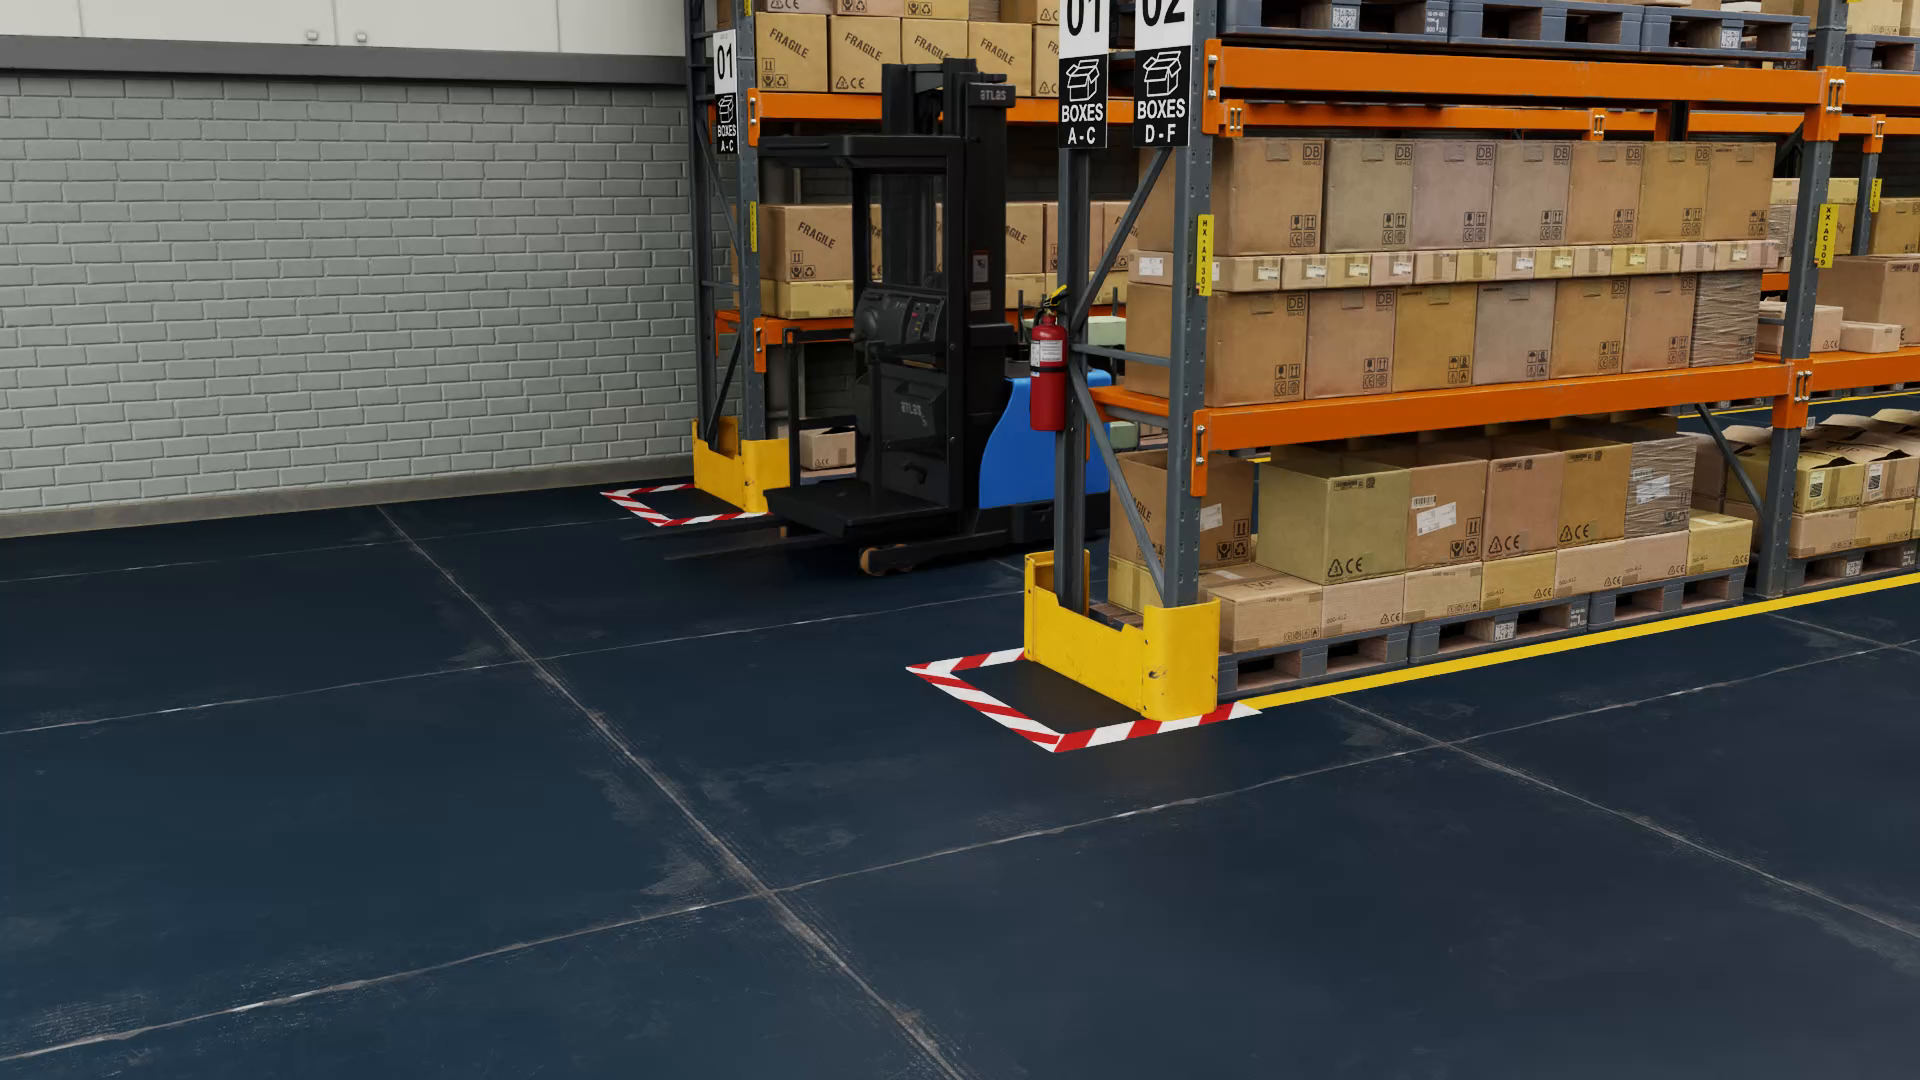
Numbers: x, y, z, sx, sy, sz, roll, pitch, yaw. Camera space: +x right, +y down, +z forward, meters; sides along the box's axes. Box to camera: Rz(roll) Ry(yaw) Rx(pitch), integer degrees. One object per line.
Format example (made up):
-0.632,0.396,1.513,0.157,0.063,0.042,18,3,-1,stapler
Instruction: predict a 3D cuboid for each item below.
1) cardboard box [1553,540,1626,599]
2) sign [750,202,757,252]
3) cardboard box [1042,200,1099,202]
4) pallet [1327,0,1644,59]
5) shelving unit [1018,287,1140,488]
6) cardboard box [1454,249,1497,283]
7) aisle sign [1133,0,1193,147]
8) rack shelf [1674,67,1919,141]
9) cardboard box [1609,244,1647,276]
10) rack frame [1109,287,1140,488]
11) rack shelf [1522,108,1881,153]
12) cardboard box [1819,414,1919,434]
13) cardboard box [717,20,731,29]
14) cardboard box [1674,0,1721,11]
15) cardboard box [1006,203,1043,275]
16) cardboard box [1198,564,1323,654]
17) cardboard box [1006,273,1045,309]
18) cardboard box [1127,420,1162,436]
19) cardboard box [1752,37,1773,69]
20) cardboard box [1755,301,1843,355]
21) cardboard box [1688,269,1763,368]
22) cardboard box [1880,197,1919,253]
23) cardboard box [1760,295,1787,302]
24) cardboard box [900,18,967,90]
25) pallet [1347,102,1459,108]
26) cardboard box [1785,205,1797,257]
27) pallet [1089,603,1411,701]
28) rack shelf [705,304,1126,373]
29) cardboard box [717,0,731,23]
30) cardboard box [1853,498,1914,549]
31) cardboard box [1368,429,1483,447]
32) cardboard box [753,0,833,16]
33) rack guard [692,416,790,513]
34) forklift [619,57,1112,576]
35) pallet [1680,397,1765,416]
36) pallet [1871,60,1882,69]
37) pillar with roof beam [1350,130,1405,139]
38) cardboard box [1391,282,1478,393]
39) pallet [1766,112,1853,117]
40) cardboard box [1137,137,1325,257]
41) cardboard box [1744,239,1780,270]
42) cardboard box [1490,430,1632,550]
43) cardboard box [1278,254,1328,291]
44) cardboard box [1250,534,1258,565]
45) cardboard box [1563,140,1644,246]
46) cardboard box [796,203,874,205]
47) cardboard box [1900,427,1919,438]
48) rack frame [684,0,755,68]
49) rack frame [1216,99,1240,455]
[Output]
3.074,0.101,8.633,0.500,0.250,0.500,-7,14,-28,cardboard box
-1.376,-2.084,11.064,0.005,0.325,0.100,-7,14,-28,sign
0.906,-2.426,13.146,0.500,0.500,0.500,-7,14,-28,cardboard box
2.446,-2.430,7.946,1.213,0.211,1.003,-7,14,-28,pallet
0.824,-0.970,11.505,0.755,1.500,0.431,-5,14,-23,shelving unit
2.318,-1.312,7.904,0.250,0.149,0.380,-7,14,-29,cardboard box
0.830,-2.014,6.805,0.004,0.787,0.394,-7,14,-28,aisle sign
6.007,-2.555,9.938,4.000,0.370,1.077,-7,14,-28,rack shelf
3.221,-1.421,8.386,0.250,0.149,0.380,-7,14,-28,cardboard box
1.160,-1.002,11.646,0.023,1.500,0.400,-5,14,-23,rack frame
7.141,-3.930,16.048,4.000,0.370,1.077,-7,14,-28,rack shelf
5.805,-0.627,10.594,0.500,0.311,0.500,-7,14,-29,cardboard box
-1.391,-3.380,11.693,0.500,0.500,0.500,-6,14,-24,cardboard box
3.683,-3.016,8.842,0.500,0.500,0.500,-6,14,-23,cardboard box
0.269,-2.220,12.231,0.500,0.500,0.500,-6,14,-26,cardboard box
1.318,0.311,7.699,0.500,0.250,0.500,-7,14,-28,cardboard box
0.288,-1.855,12.316,0.500,0.250,0.500,-7,14,-27,cardboard box
1.419,-0.957,13.480,0.250,0.166,0.380,-9,16,-35,cardboard box
7.614,-4.613,16.211,0.500,0.500,0.700,-7,15,-29,cardboard box
4.663,-1.219,9.537,0.500,0.250,0.500,-6,14,-24,cardboard box
3.865,-1.233,9.029,0.500,0.500,0.700,-7,15,-29,cardboard box
10.024,-3.304,17.776,0.700,0.700,0.980,-7,15,-29,cardboard box
8.388,-2.091,17.008,0.750,0.750,0.750,-7,14,-27,cardboard box
-0.281,-3.380,11.690,0.500,0.500,0.500,-6,14,-25,cardboard box
3.376,-3.712,13.869,1.003,0.211,1.213,-7,14,-28,pallet
8.169,-3.079,16.509,0.500,0.500,0.500,-7,14,-27,cardboard box
1.392,0.460,8.083,1.213,0.211,1.003,-7,14,-28,pallet
0.119,-1.625,12.637,4.000,0.370,1.077,-7,14,-28,rack shelf
-1.383,-3.871,11.597,0.500,0.500,0.500,-6,14,-25,cardboard box
5.173,-0.144,9.723,0.500,0.250,0.500,-6,14,-26,cardboard box
2.379,-0.315,8.775,0.500,0.500,0.500,-7,14,-28,cardboard box
-1.182,-3.769,11.143,0.500,0.500,0.500,-8,15,-32,cardboard box
-1.570,-0.554,11.933,0.348,0.500,1.175,-7,14,-28,rack guard
-0.538,-1.352,9.939,3.031,2.935,1.130,-8,15,-33,forklift
7.183,-1.443,16.540,1.213,0.211,1.003,-7,14,-28,pallet
6.229,-2.818,9.895,1.213,0.211,1.003,-6,14,-25,pallet
5.893,-4.734,11.151,0.400,9.000,9.100,-7,14,-28,pillar with roof beam
2.054,-1.014,8.056,0.500,0.500,0.700,-7,14,-27,cardboard box
8.115,-4.292,16.454,1.217,0.209,0.805,-8,15,-30,pallet
1.203,-1.545,7.462,0.500,0.500,0.700,-7,14,-28,cardboard box
4.115,-1.528,8.860,0.250,0.149,0.380,-7,14,-28,cardboard box
3.068,-0.267,8.562,0.500,0.500,0.500,-7,14,-28,cardboard box
1.419,-1.205,7.426,0.250,0.149,0.380,-7,15,-29,cardboard box
1.503,0.157,8.387,0.500,0.250,0.500,-7,14,-28,cardboard box
2.982,-1.760,8.416,0.500,0.500,0.700,-7,14,-28,cardboard box
-0.878,-2.210,12.185,0.500,0.500,0.500,-7,14,-27,cardboard box
6.082,-0.527,10.147,0.500,0.311,0.500,-6,14,-26,cardboard box
-1.636,-4.693,10.965,0.127,3.000,1.000,-7,14,-28,rack frame
1.875,-2.187,13.493,0.127,3.000,1.000,-7,14,-28,rack frame
